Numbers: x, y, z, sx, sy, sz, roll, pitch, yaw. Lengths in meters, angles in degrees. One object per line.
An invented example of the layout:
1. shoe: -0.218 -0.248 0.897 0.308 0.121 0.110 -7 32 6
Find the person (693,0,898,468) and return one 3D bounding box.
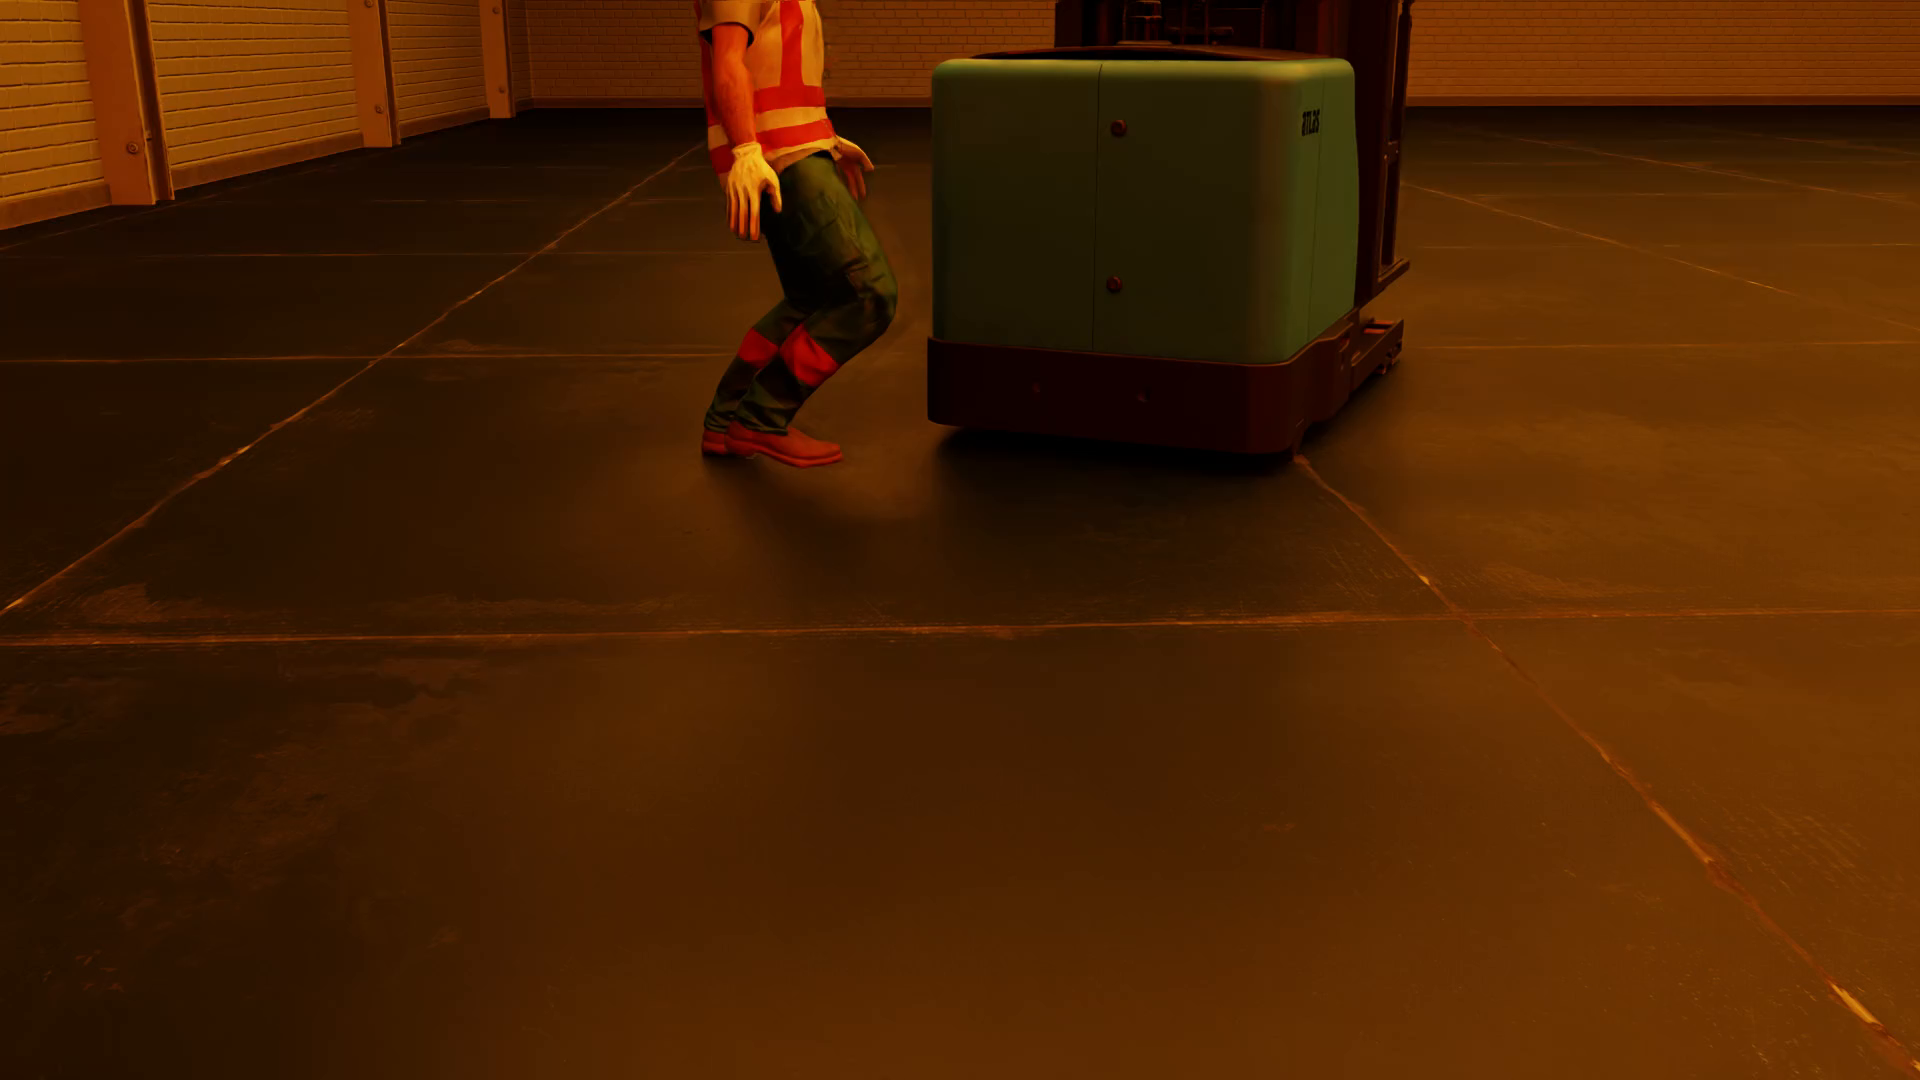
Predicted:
1. person: -0.442 -0.975 4.287 0.600 1.669 0.968 1 17 2

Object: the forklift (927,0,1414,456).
1. forklift: 0.951 -2.017 5.502 1.130 2.935 3.031 7 18 22
